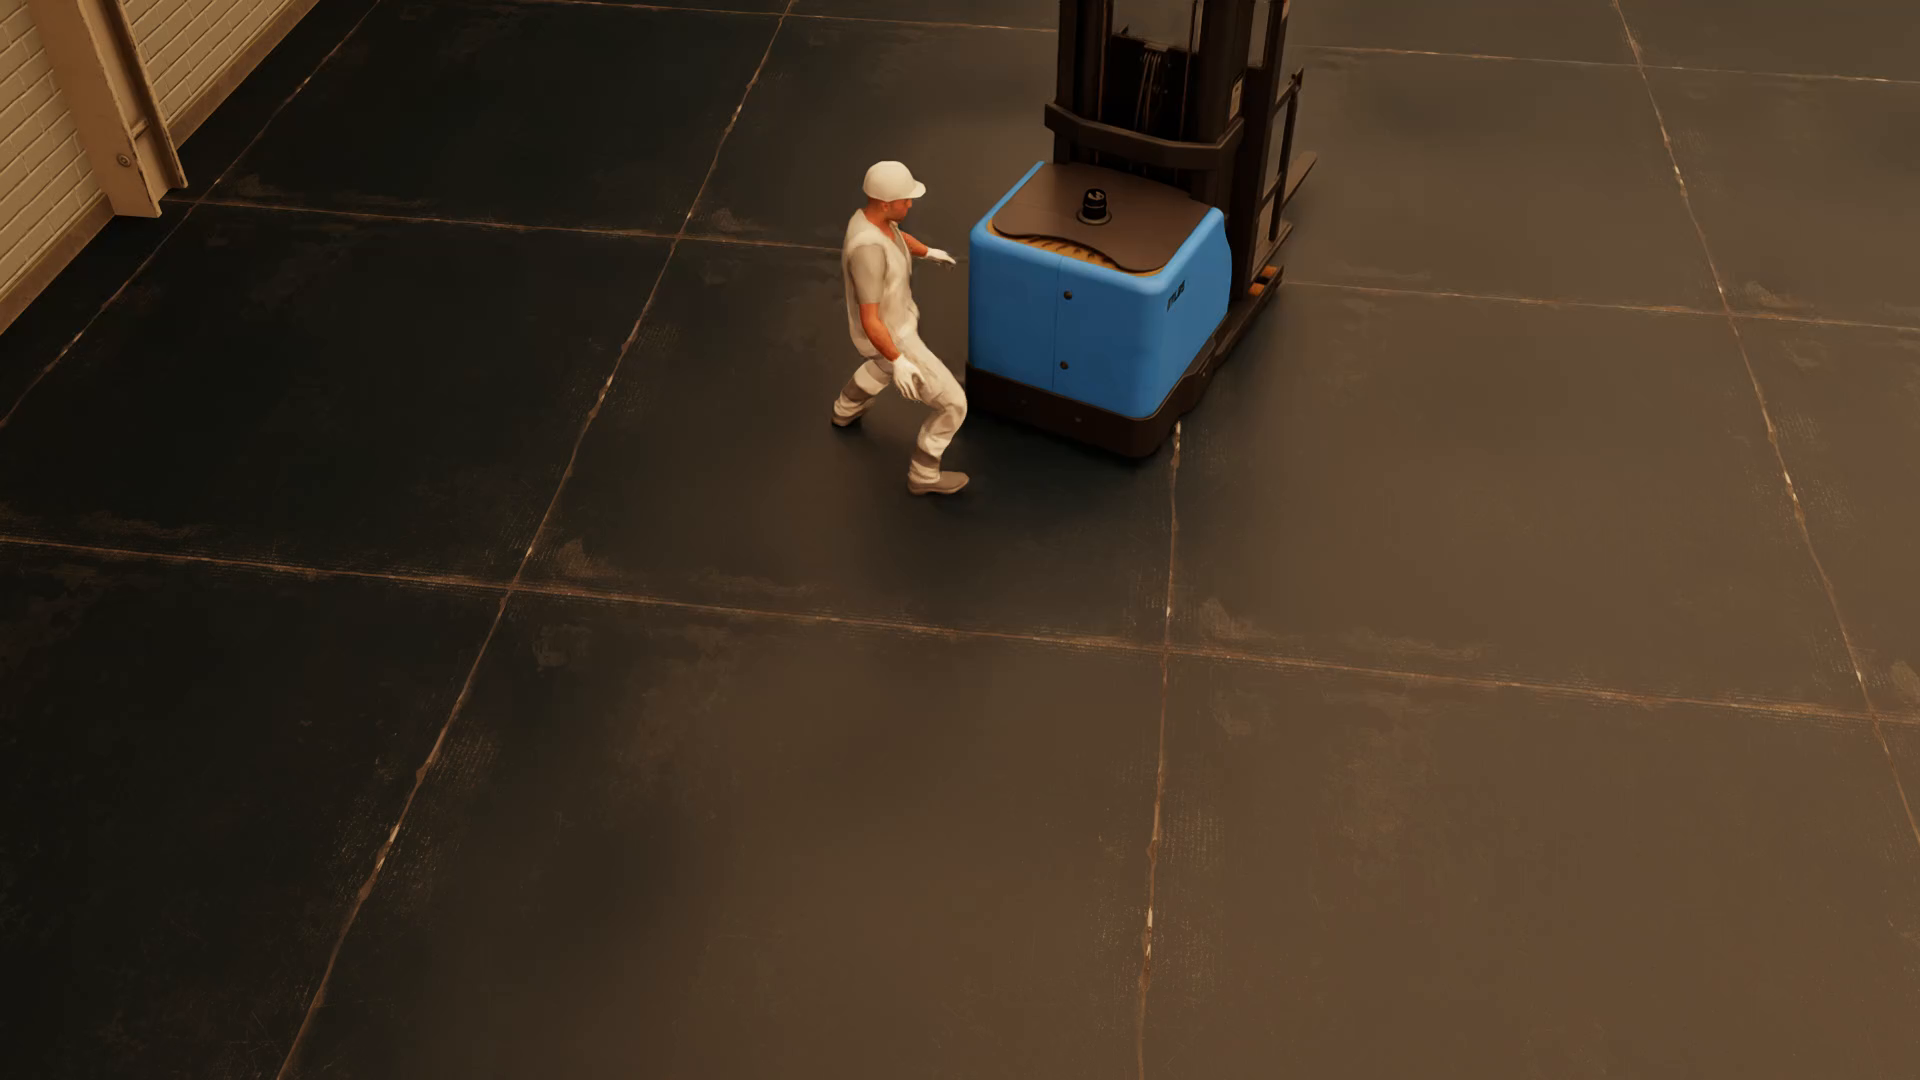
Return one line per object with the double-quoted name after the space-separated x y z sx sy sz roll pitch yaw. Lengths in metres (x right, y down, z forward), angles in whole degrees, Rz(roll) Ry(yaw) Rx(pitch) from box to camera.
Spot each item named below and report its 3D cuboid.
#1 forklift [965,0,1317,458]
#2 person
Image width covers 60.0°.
1.166 -2.477 8.421 1.130 2.935 3.031 20 46 20 "forklift"
-0.305 -1.052 7.853 0.726 1.643 0.997 1 43 1 "person"
